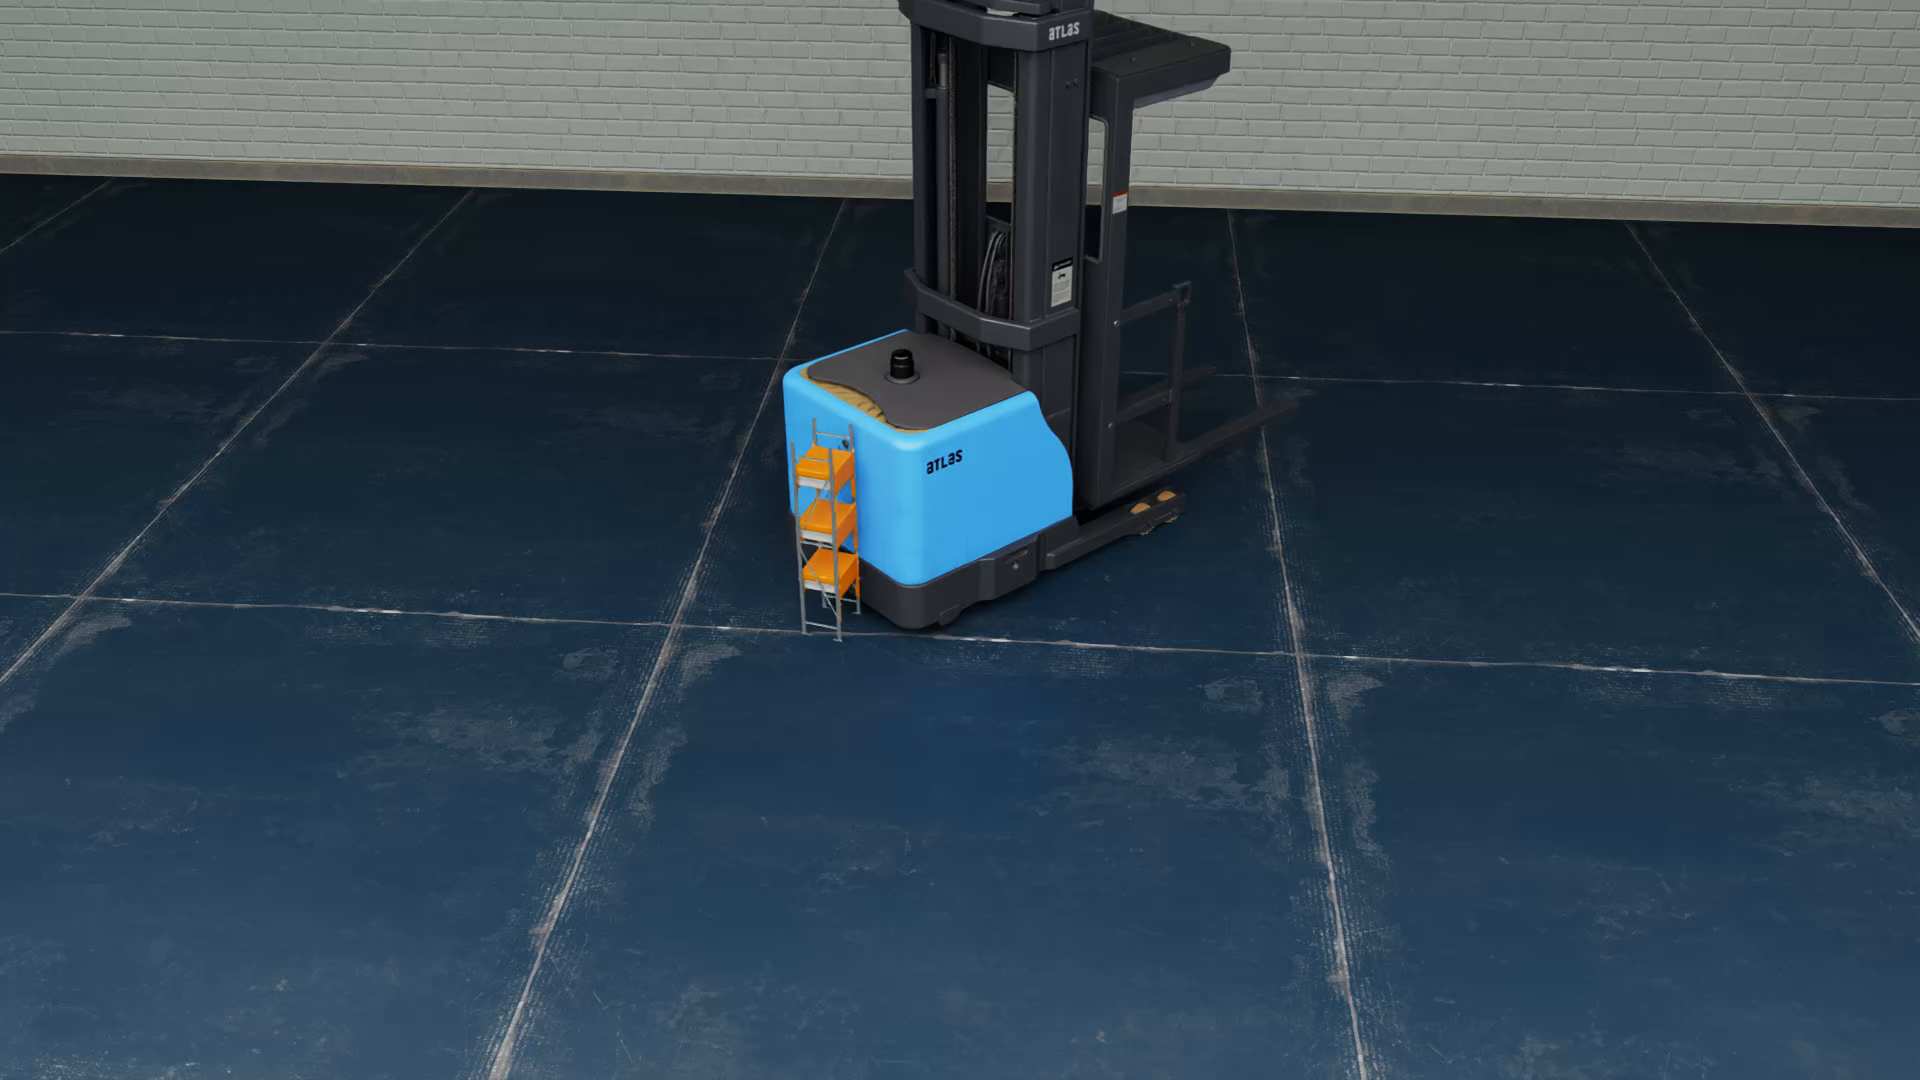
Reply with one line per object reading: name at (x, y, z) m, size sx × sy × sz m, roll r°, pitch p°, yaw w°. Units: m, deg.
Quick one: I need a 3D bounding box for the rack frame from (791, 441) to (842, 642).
rack frame at (-0.664, 0.022, 7.713) m, size 0.200 × 1.050 × 0.008 m, roll 10°, pitch 33°, yaw 16°

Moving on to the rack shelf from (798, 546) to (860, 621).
rack shelf at (-0.624, 0.207, 7.962) m, size 0.215 × 0.259 × 0.240 m, roll 10°, pitch 33°, yaw 16°

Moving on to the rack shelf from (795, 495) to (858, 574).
rack shelf at (-0.624, -0.030, 7.817) m, size 0.215 × 0.259 × 0.240 m, roll 10°, pitch 33°, yaw 16°

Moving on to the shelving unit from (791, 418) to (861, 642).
shelving unit at (-0.624, -0.039, 7.811) m, size 0.215 × 1.050 × 0.252 m, roll 10°, pitch 33°, yaw 16°

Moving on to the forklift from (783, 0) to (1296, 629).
forklift at (0.575, -1.464, 8.332) m, size 3.031 × 2.935 × 1.130 m, roll -24°, pitch 39°, yaw -34°

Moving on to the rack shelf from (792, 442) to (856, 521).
rack shelf at (-0.625, -0.271, 7.668) m, size 0.215 × 0.259 × 0.240 m, roll 10°, pitch 33°, yaw 16°

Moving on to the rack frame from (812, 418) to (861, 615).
rack frame at (-0.585, -0.099, 7.909) m, size 0.200 × 1.050 × 0.008 m, roll 10°, pitch 33°, yaw 16°
